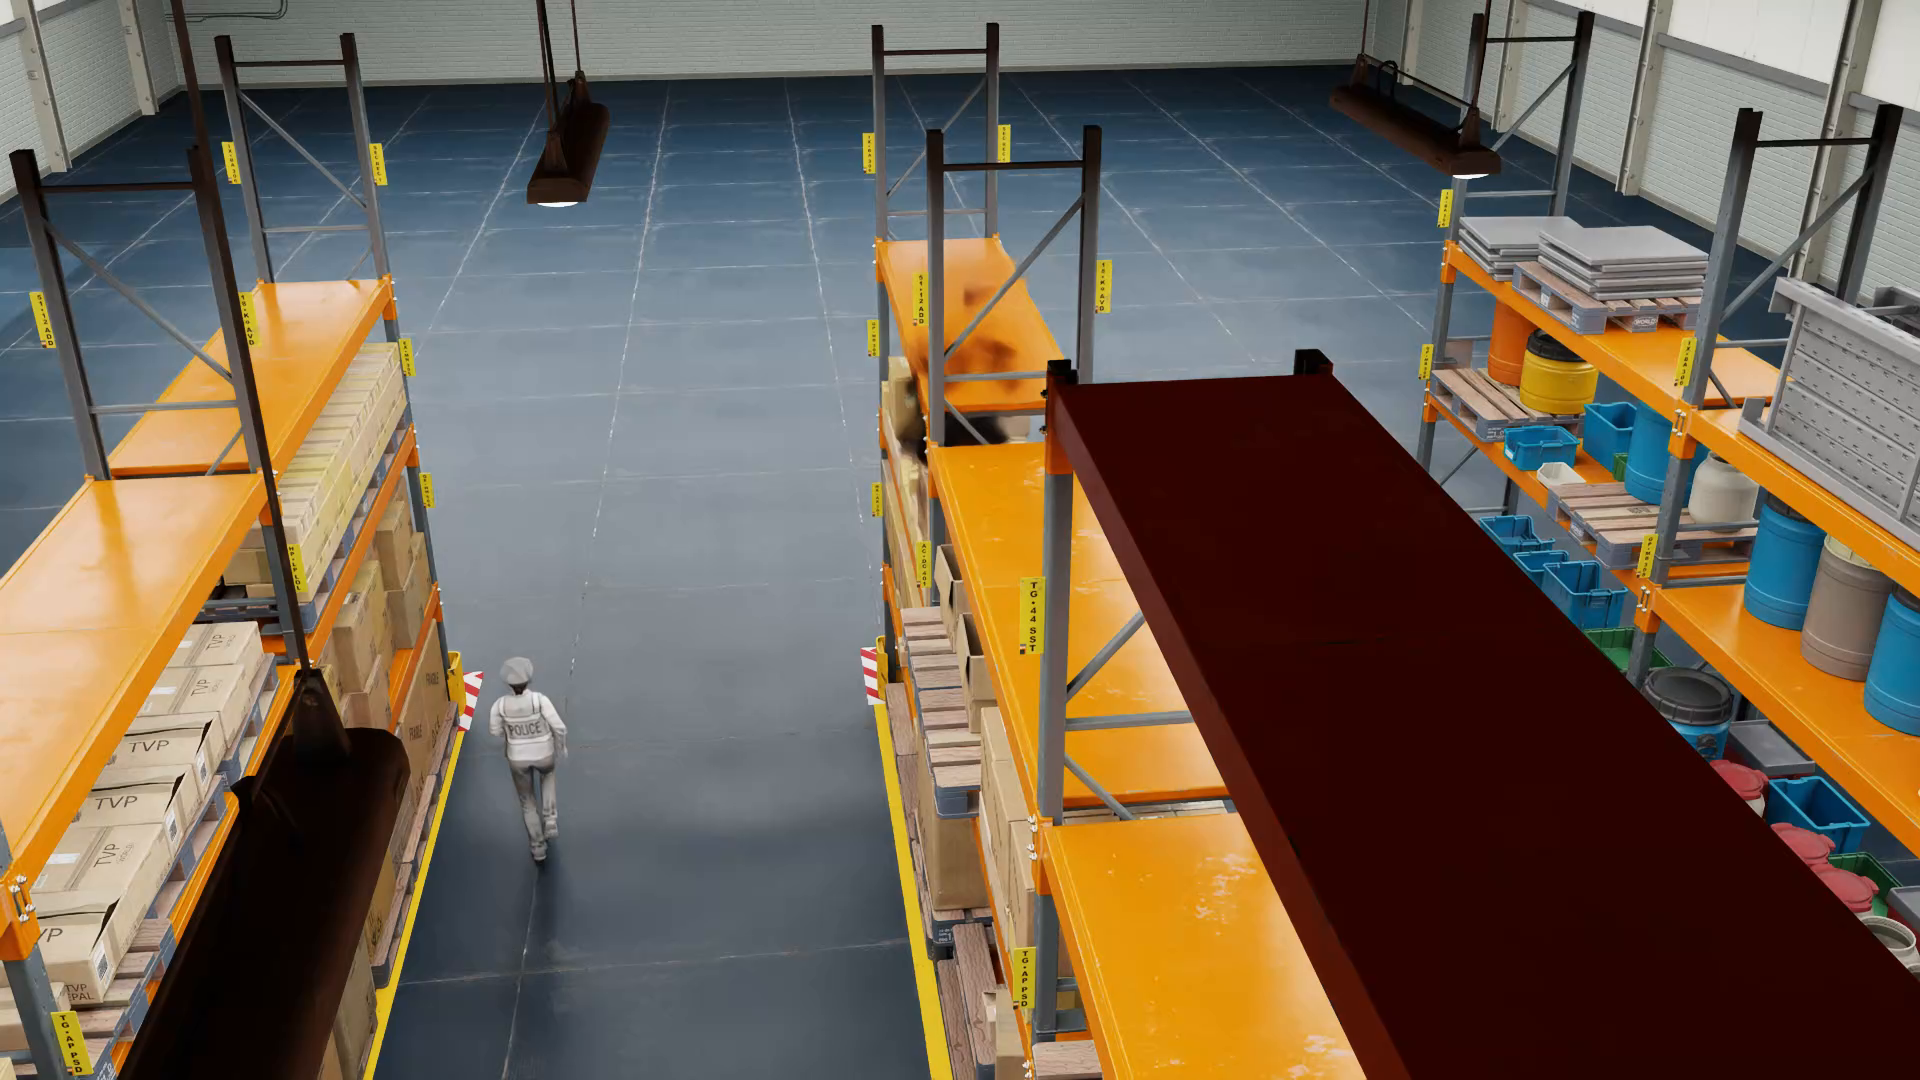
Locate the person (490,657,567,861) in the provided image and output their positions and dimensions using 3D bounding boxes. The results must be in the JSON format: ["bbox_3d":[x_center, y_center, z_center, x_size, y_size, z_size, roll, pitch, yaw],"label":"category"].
[{"bbox_3d":[-3.368,1.660,13.071,0.583,1.647,0.692,-6,26,-13],"label":"person"}]
